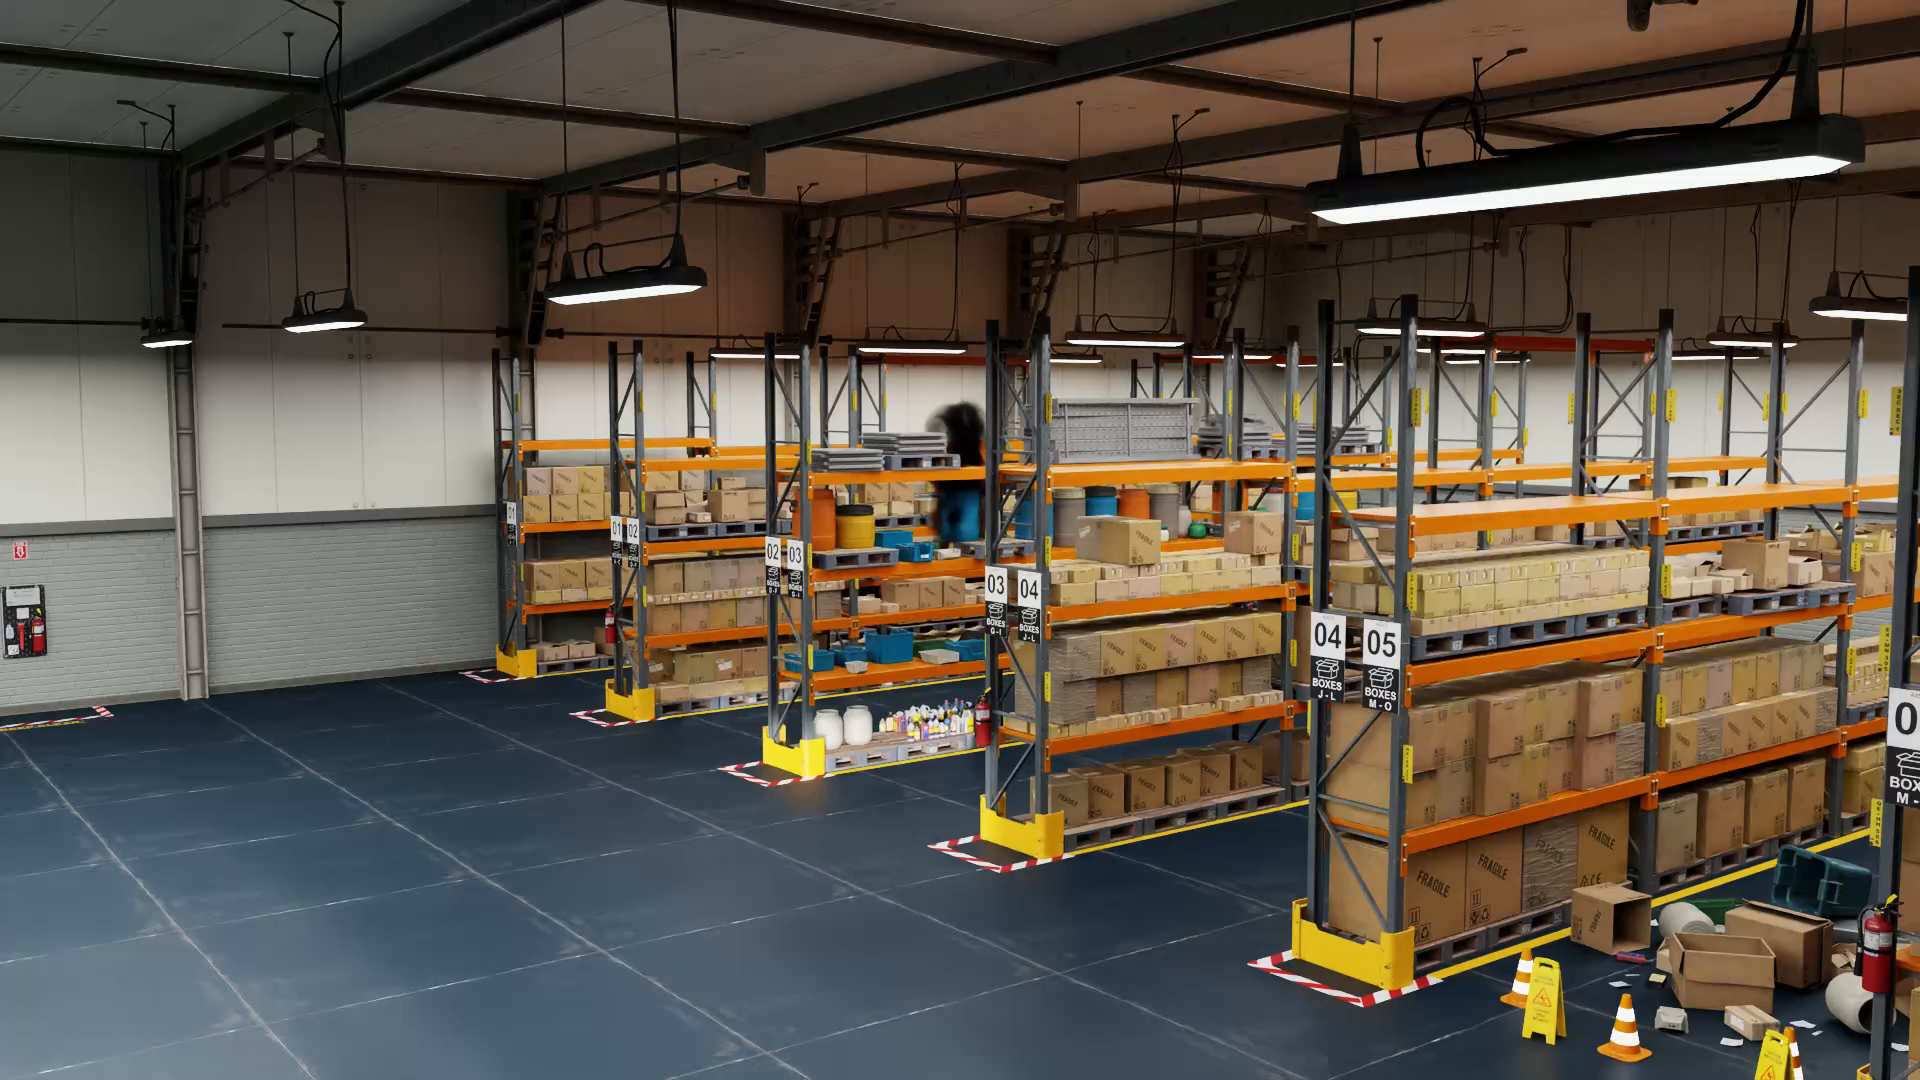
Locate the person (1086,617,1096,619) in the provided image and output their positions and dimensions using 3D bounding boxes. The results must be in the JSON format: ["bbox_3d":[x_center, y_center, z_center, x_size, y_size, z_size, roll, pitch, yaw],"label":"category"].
[{"bbox_3d":[2.460,1.783,29.083,1.147,1.593,0.717,-2,5,-22],"label":"person"}]
